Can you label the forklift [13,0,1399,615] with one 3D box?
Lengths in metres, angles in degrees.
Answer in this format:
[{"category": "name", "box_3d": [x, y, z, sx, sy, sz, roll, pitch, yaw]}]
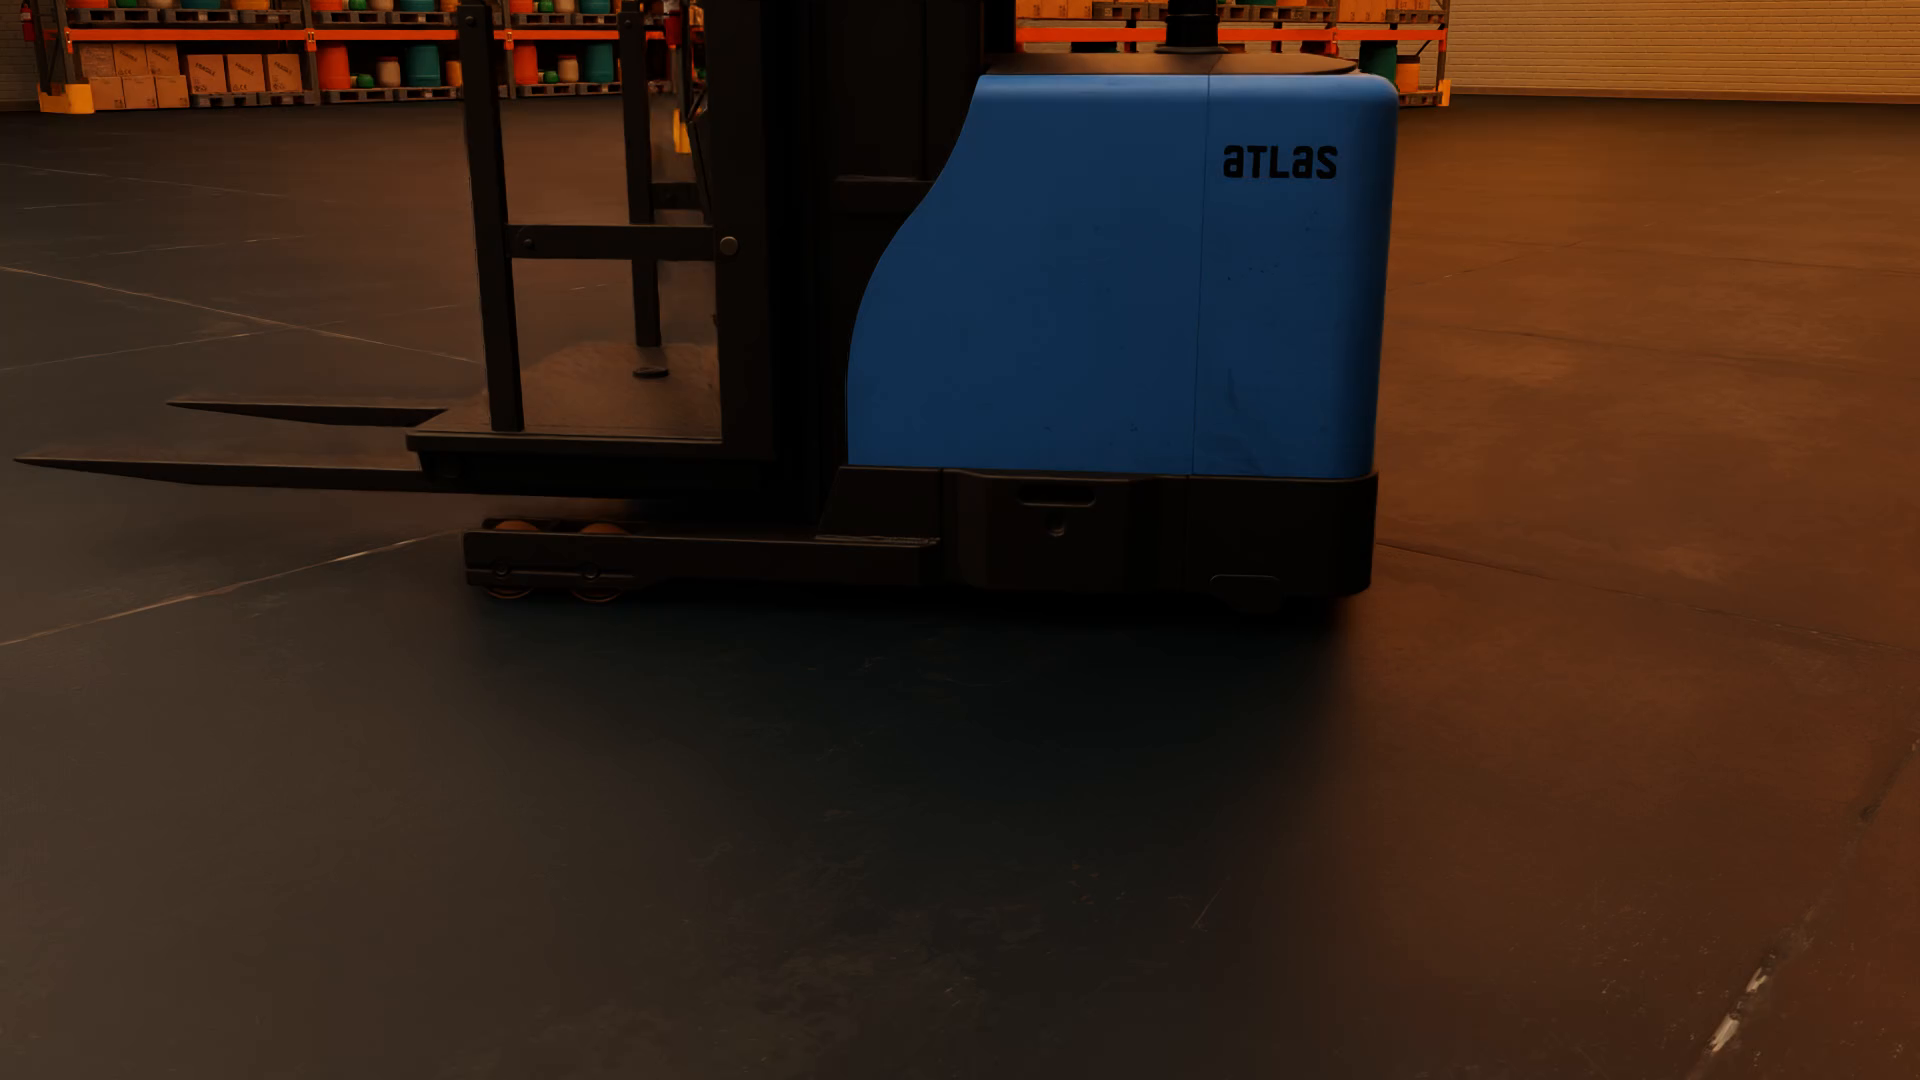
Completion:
[{"category": "forklift", "box_3d": [-0.616, -1.419, 3.570, 3.031, 2.935, 1.130, 2, 17, 6]}]
